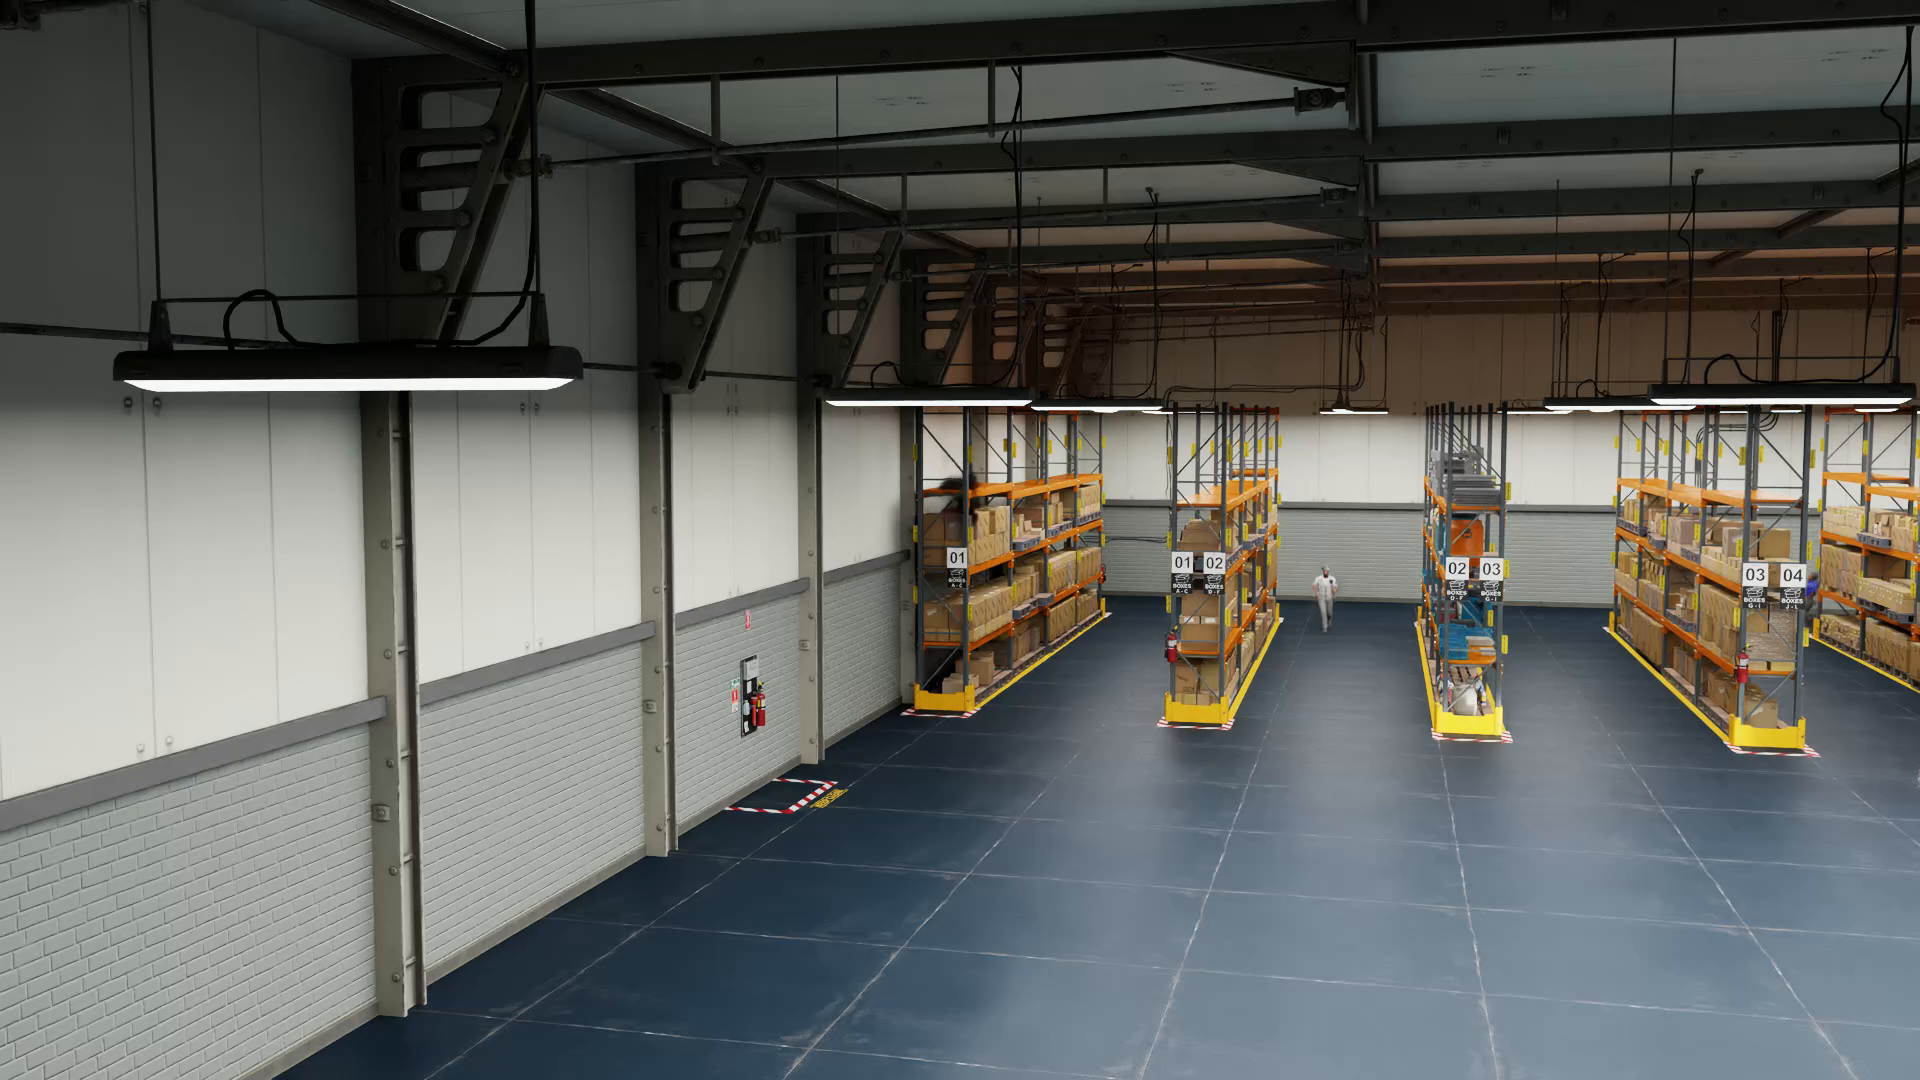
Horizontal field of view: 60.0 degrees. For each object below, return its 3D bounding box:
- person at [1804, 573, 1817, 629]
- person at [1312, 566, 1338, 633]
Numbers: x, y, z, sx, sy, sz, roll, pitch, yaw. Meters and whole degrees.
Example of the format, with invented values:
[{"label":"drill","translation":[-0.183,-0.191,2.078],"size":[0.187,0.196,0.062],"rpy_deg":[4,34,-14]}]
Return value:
[{"label":"person","translation":[22.641,1.662,44.346],"size":[0.526,1.614,0.634],"rpy_deg":[2,5,28]},{"label":"person","translation":[9.785,1.565,44.588],"size":[0.668,1.785,0.820],"rpy_deg":[1,4,7]}]
